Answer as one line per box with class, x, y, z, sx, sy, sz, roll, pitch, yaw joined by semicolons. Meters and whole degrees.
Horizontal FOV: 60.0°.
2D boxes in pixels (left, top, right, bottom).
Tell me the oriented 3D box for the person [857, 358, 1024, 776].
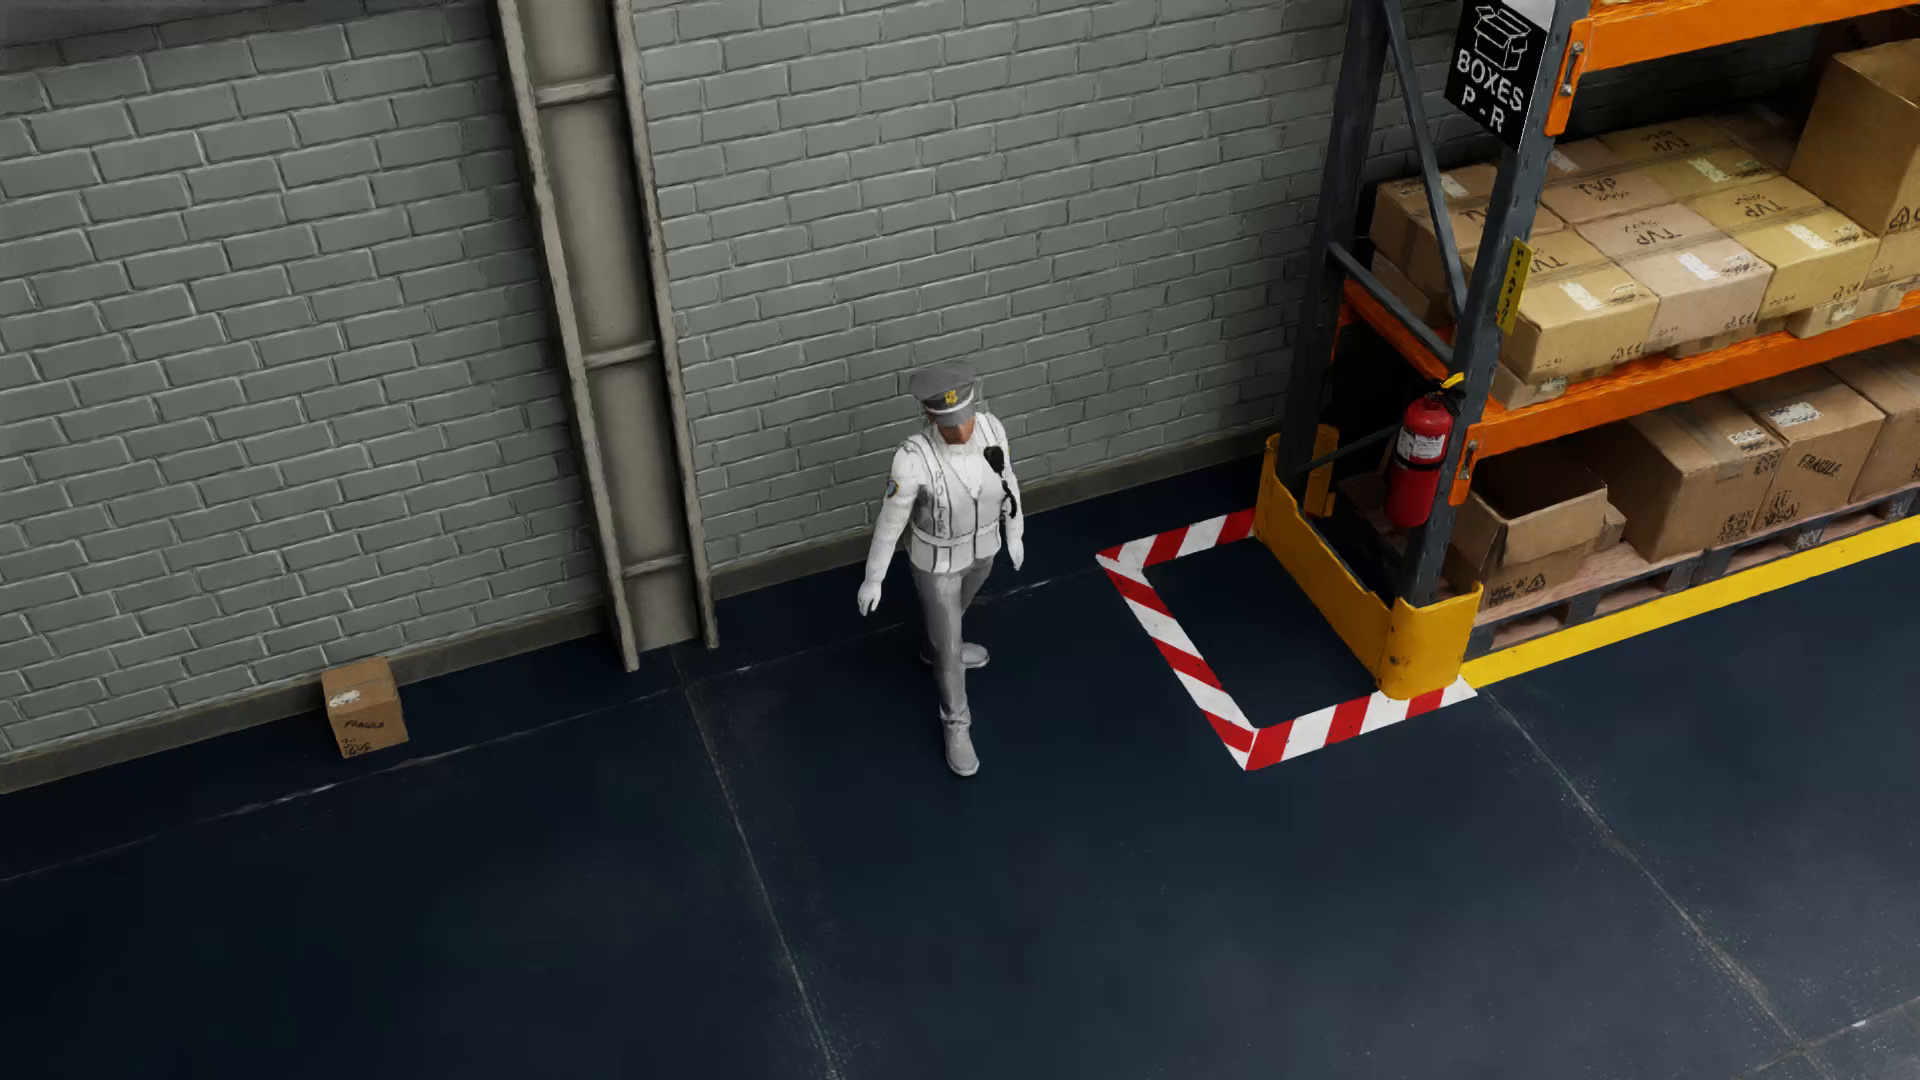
person;-0.054;0.076;6.051;0.666;1.663;0.640;-27;48;-27
